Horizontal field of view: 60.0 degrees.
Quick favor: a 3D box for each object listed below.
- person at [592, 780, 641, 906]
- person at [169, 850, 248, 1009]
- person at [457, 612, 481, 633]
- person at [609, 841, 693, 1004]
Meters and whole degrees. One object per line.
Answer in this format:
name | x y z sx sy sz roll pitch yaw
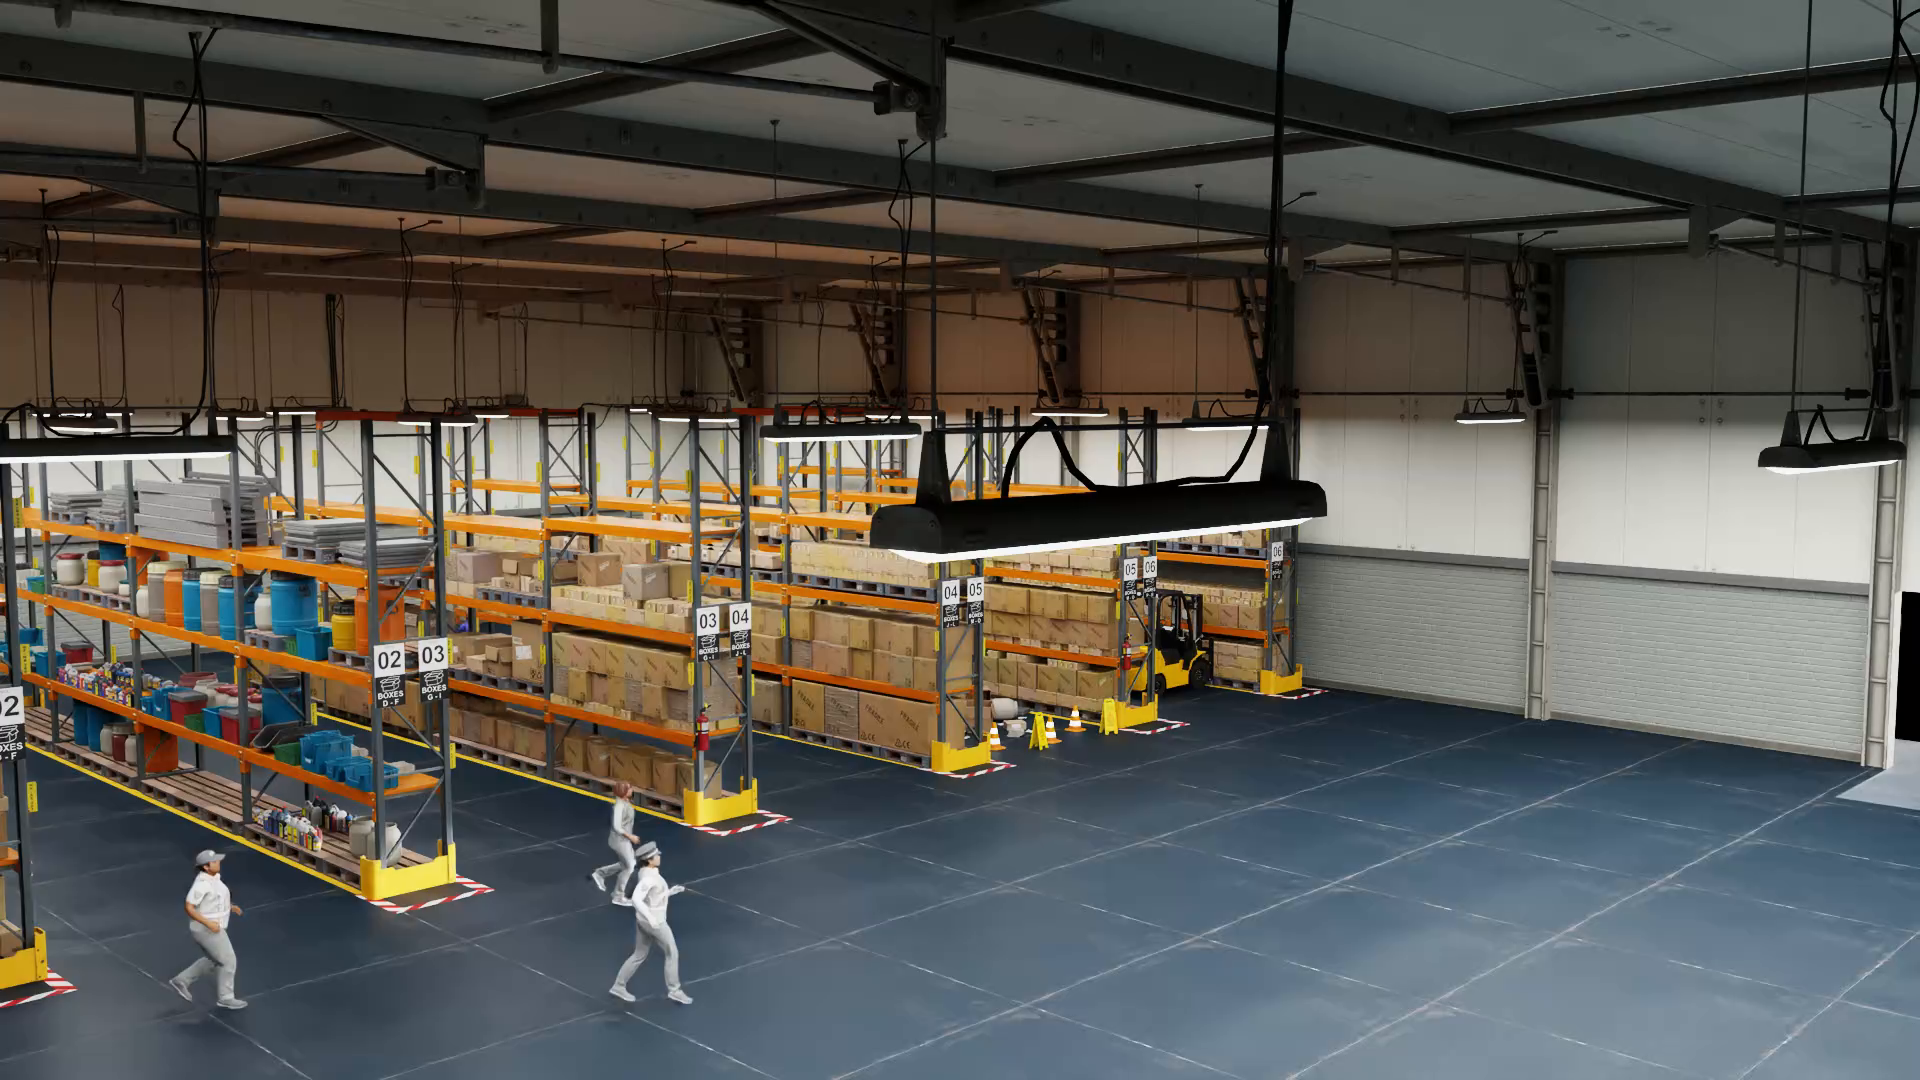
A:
person | -4.249 3.752 20.569 0.610 1.554 0.554 -1 5 -7
person | -7.733 4.004 17.059 0.731 1.667 0.627 -2 5 -17
person | -10.619 2.335 36.064 0.701 1.607 0.580 5 7 44
person | -3.189 3.959 17.110 0.838 1.733 0.591 -2 6 -26
